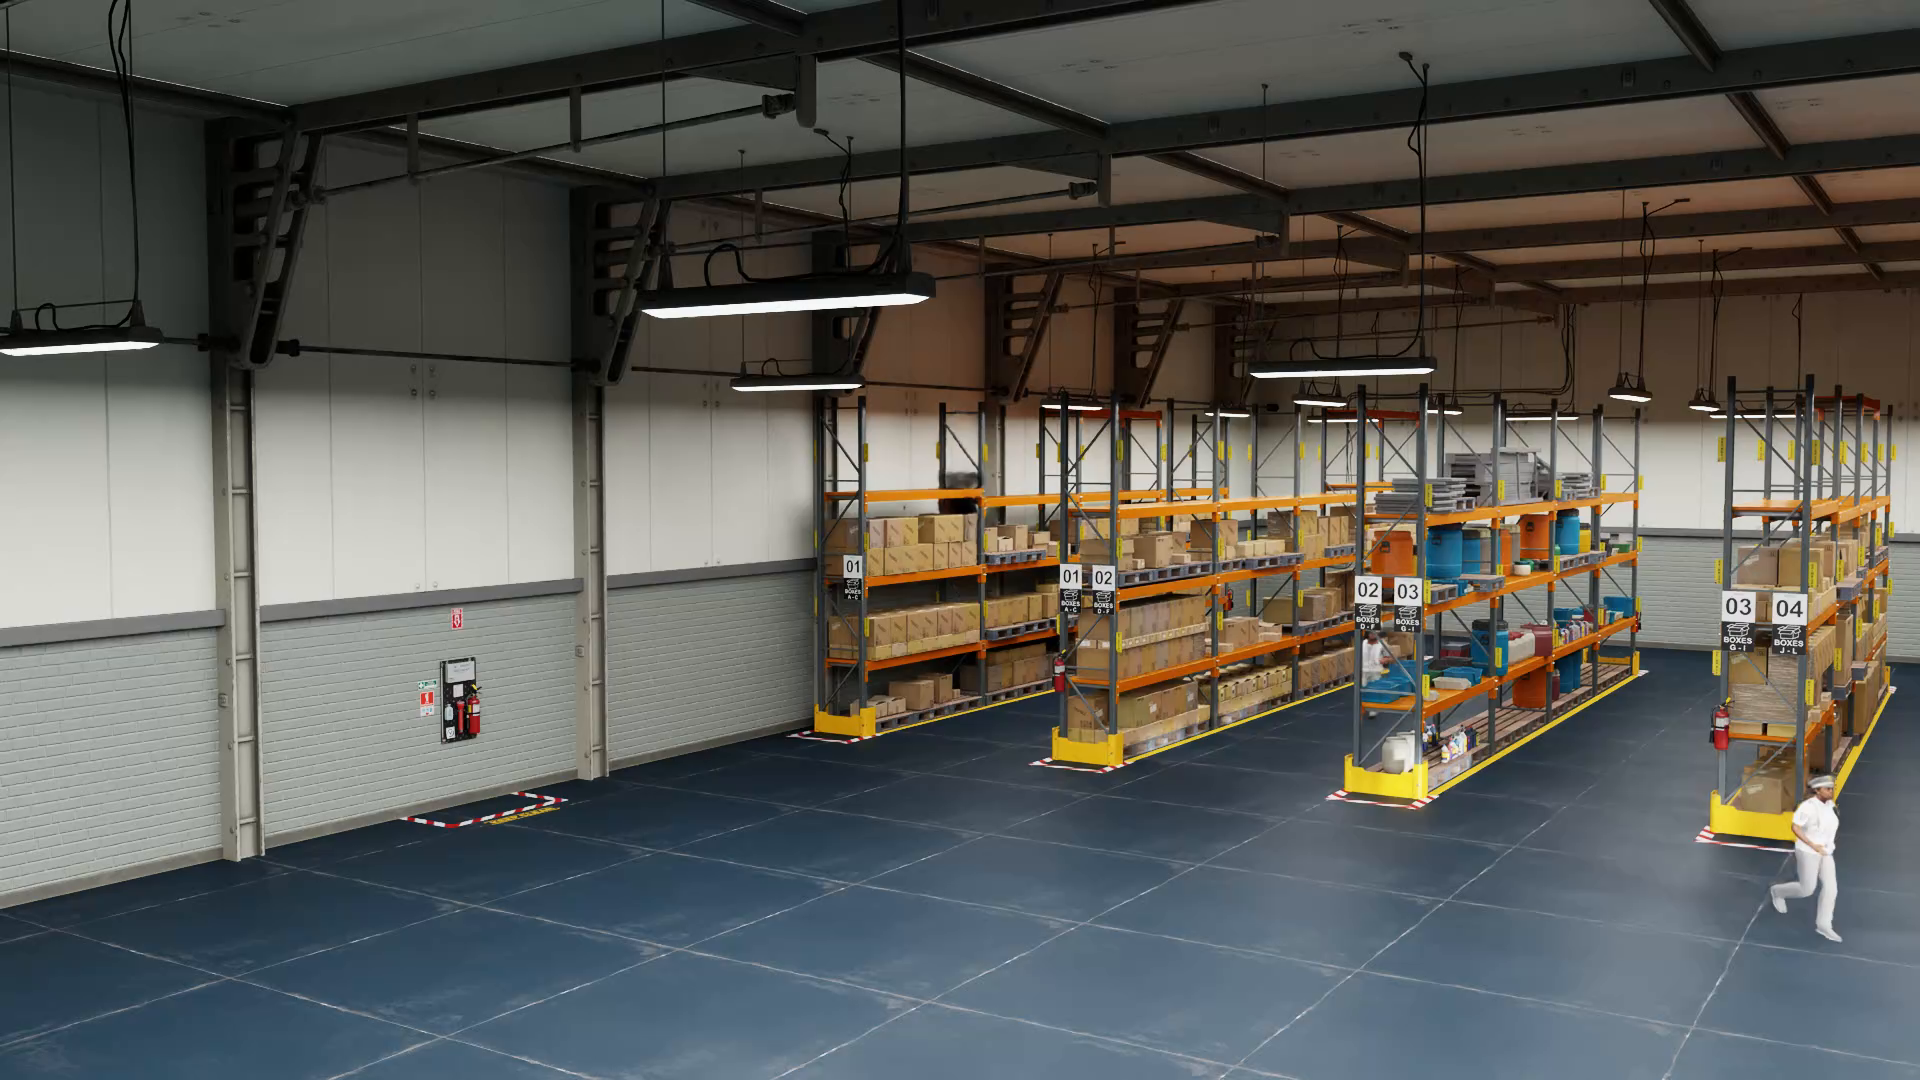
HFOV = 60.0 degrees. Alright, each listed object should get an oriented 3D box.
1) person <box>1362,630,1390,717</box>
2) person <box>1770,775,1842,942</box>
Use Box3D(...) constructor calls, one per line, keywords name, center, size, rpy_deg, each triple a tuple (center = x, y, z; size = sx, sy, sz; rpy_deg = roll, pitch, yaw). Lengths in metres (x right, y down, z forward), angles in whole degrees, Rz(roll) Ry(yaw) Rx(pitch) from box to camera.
Box3D(name="person", center=(7.722, 2.482, 31.260), size=(0.681, 1.739, 0.622), rpy_deg=(2, 3, 27))
Box3D(name="person", center=(8.909, 3.265, 17.401), size=(0.599, 1.686, 0.855), rpy_deg=(-1, 3, -25))
